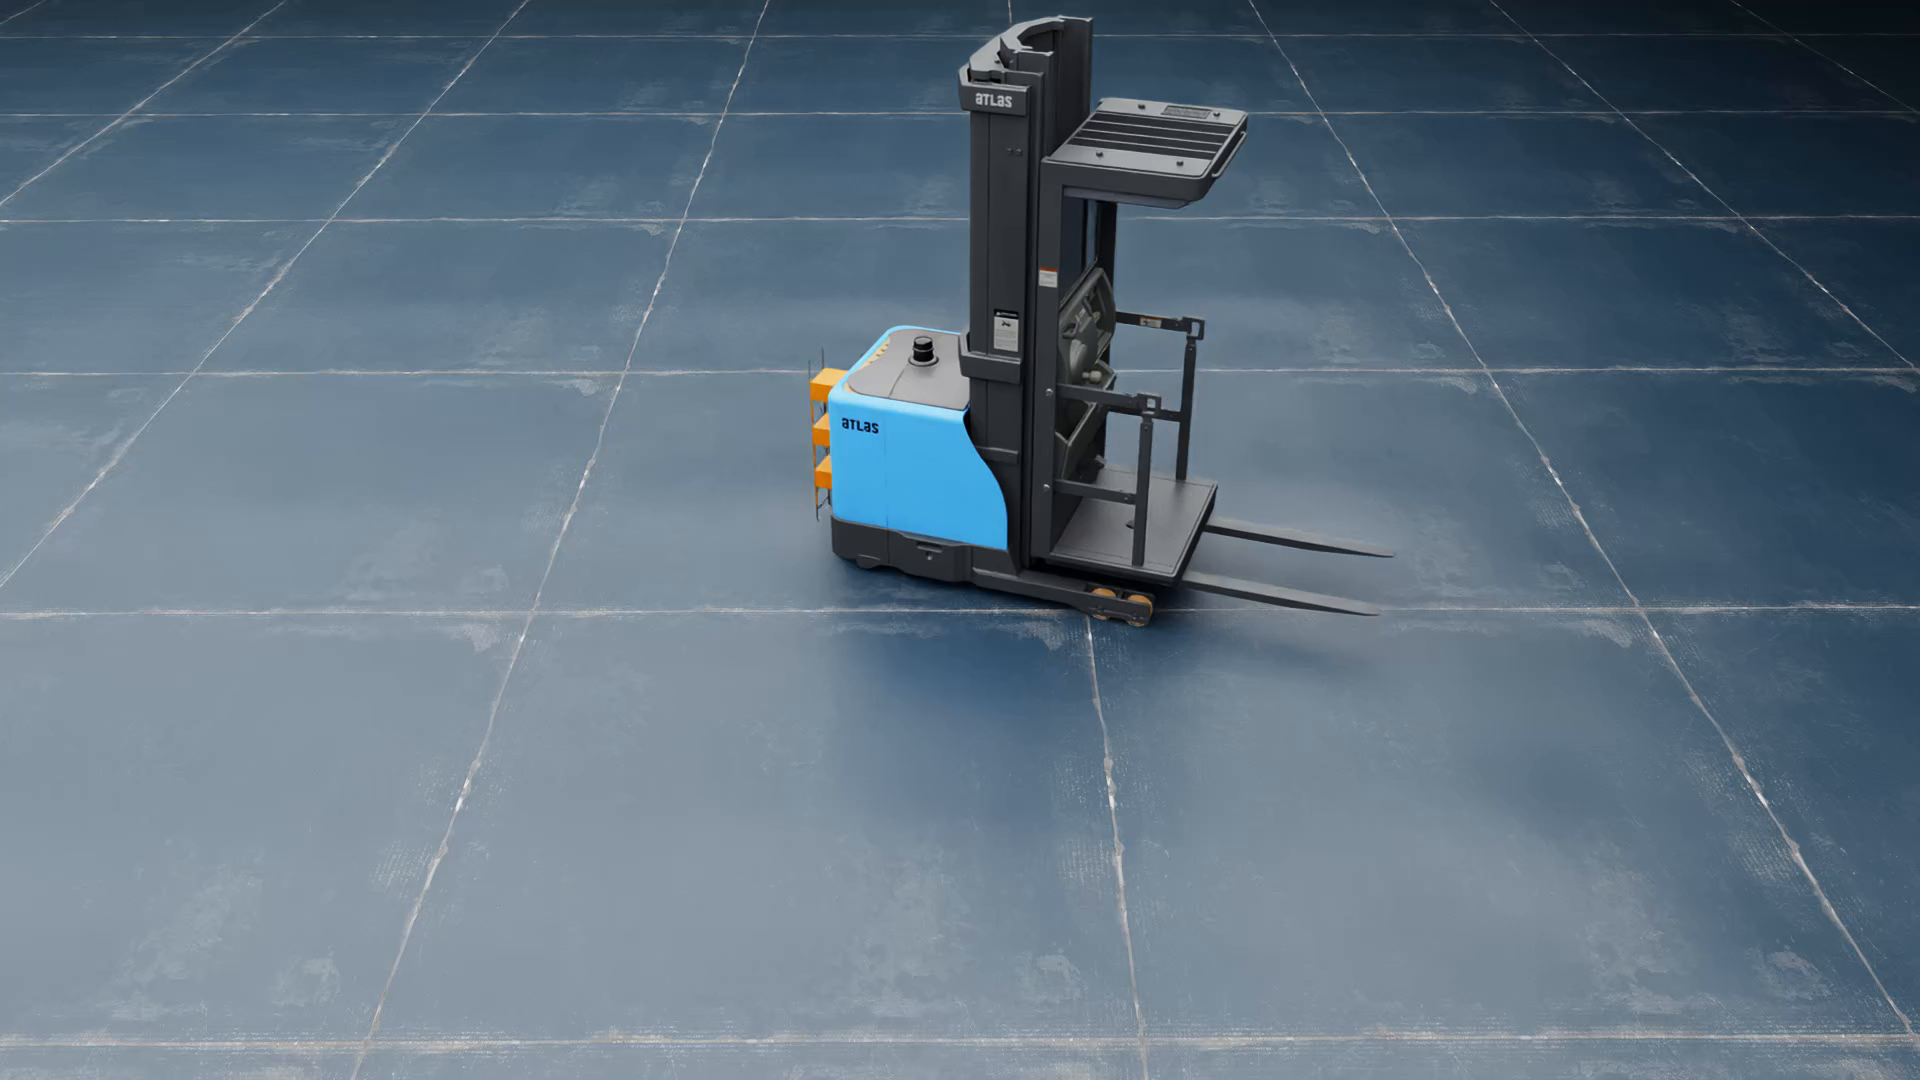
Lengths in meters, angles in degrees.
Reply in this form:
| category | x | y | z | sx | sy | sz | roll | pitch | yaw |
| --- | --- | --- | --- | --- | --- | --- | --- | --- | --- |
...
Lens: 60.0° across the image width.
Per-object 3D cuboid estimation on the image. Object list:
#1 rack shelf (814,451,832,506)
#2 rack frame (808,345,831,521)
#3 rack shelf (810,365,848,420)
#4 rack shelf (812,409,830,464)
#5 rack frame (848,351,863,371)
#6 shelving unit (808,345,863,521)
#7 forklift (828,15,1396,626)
| category | x | y | z | sx | sy | sz | roll | pitch | yaw |
| --- | --- | --- | --- | --- | --- | --- | --- | --- | --- |
| rack shelf | -0.698 | -0.341 | 9.746 | 0.240 | 0.259 | 0.215 | 10 | 33 | 17 |
| rack frame | -0.813 | -0.609 | 9.631 | 0.008 | 1.050 | 0.200 | 10 | 33 | 17 |
| rack shelf | -0.698 | -0.822 | 9.454 | 0.240 | 0.259 | 0.215 | 10 | 33 | 17 |
| rack shelf | -0.698 | -0.579 | 9.602 | 0.240 | 0.259 | 0.215 | 10 | 33 | 17 |
| rack frame | -0.583 | -0.567 | 9.561 | 0.008 | 1.050 | 0.200 | 10 | 33 | 17 |
| shelving unit | -0.698 | -0.588 | 9.596 | 0.252 | 1.050 | 0.215 | 10 | 33 | 17 |
| forklift | 0.850 | -1.104 | 8.632 | 3.031 | 2.935 | 1.130 | 10 | 33 | 17 |
